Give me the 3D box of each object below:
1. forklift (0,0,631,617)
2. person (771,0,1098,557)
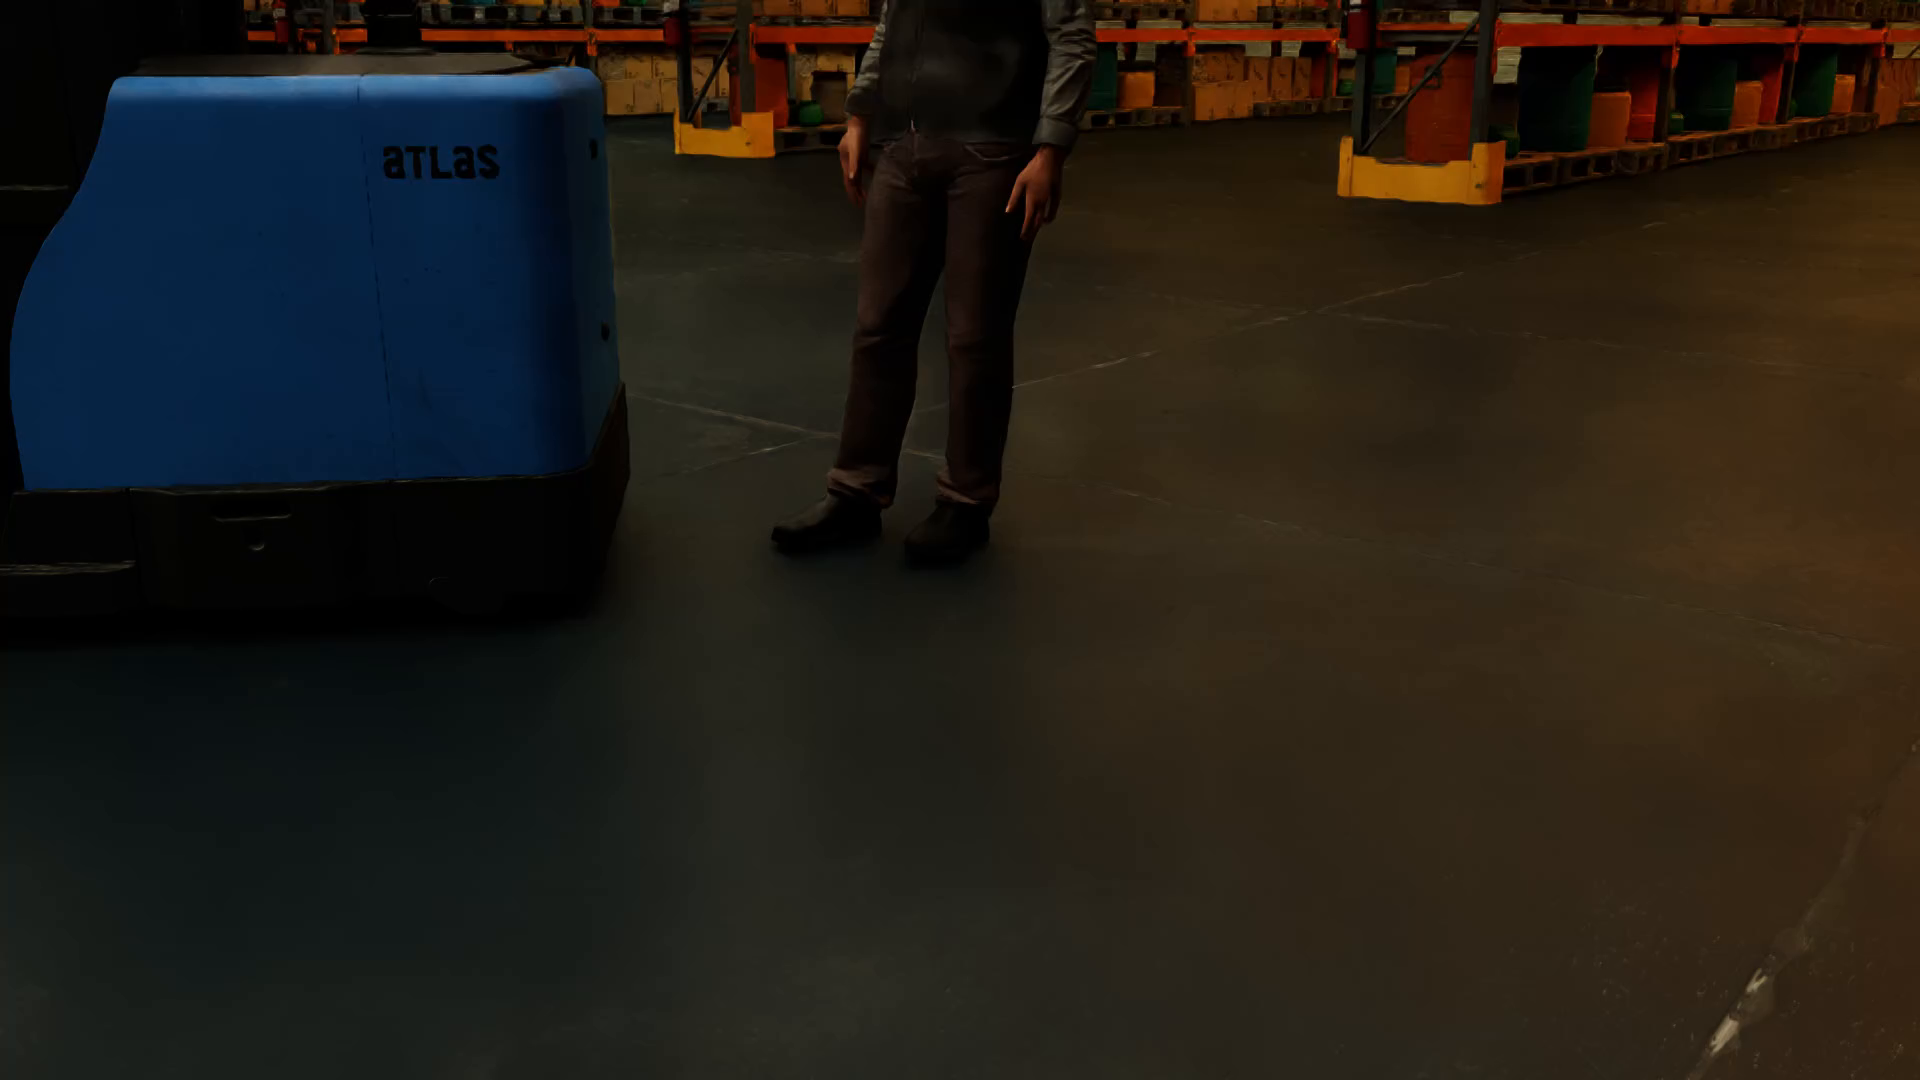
[{"bbox_3d":[-2.300,-1.332,3.284,3.031,2.935,1.130,-2,17,-6],"label":"forklift"},{"bbox_3d":[-0.046,-0.818,3.649,0.632,1.720,0.567,13,21,37],"label":"person"}]
